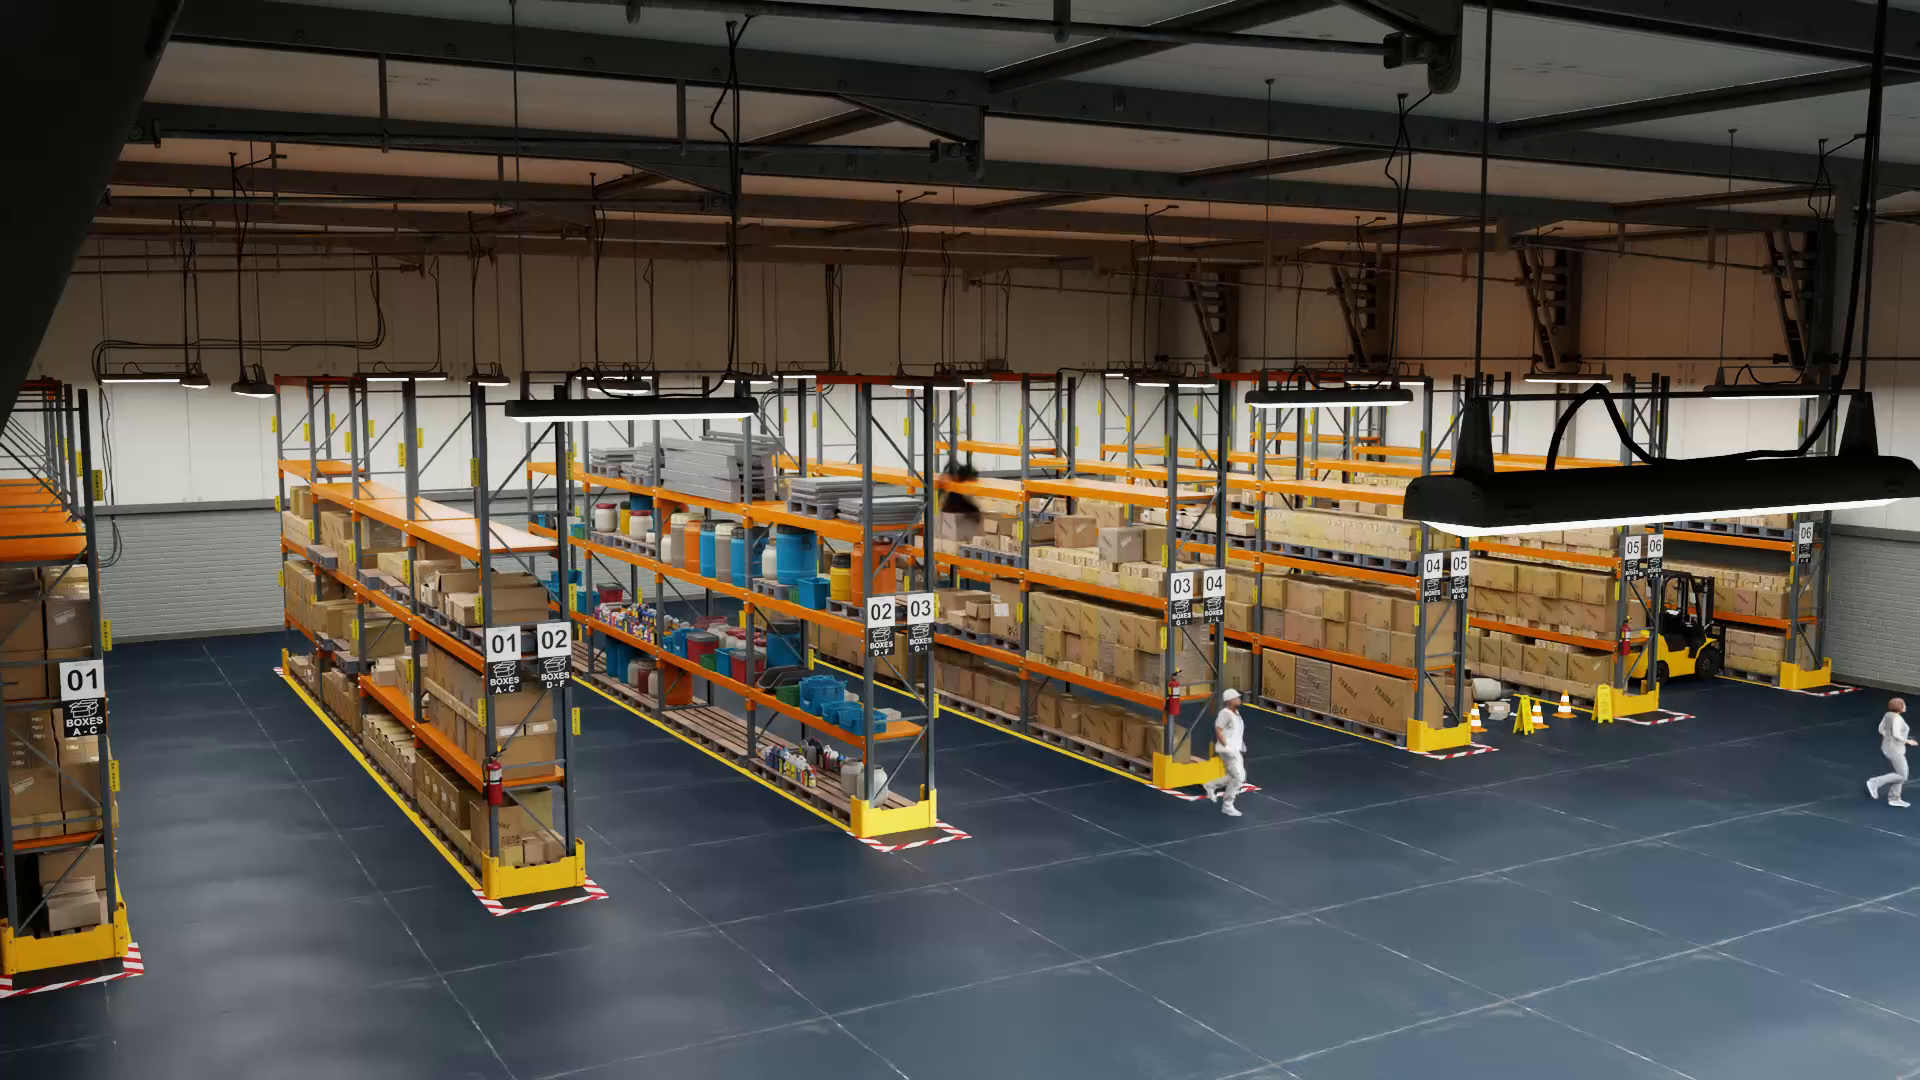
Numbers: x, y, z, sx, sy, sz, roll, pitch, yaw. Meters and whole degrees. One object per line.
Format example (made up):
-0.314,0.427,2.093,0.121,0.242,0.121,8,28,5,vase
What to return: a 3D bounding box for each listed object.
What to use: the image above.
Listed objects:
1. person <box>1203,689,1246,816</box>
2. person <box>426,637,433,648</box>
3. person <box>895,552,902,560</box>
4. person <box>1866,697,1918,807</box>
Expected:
3.718,2.954,23.281,0.610,1.736,0.729,3,7,23,person
-10.349,1.890,32.795,0.760,1.793,0.842,-6,8,-42,person
-1.574,1.072,40.516,0.718,1.671,0.770,2,7,16,person
13.151,2.990,23.496,0.625,1.559,0.542,1,6,11,person
